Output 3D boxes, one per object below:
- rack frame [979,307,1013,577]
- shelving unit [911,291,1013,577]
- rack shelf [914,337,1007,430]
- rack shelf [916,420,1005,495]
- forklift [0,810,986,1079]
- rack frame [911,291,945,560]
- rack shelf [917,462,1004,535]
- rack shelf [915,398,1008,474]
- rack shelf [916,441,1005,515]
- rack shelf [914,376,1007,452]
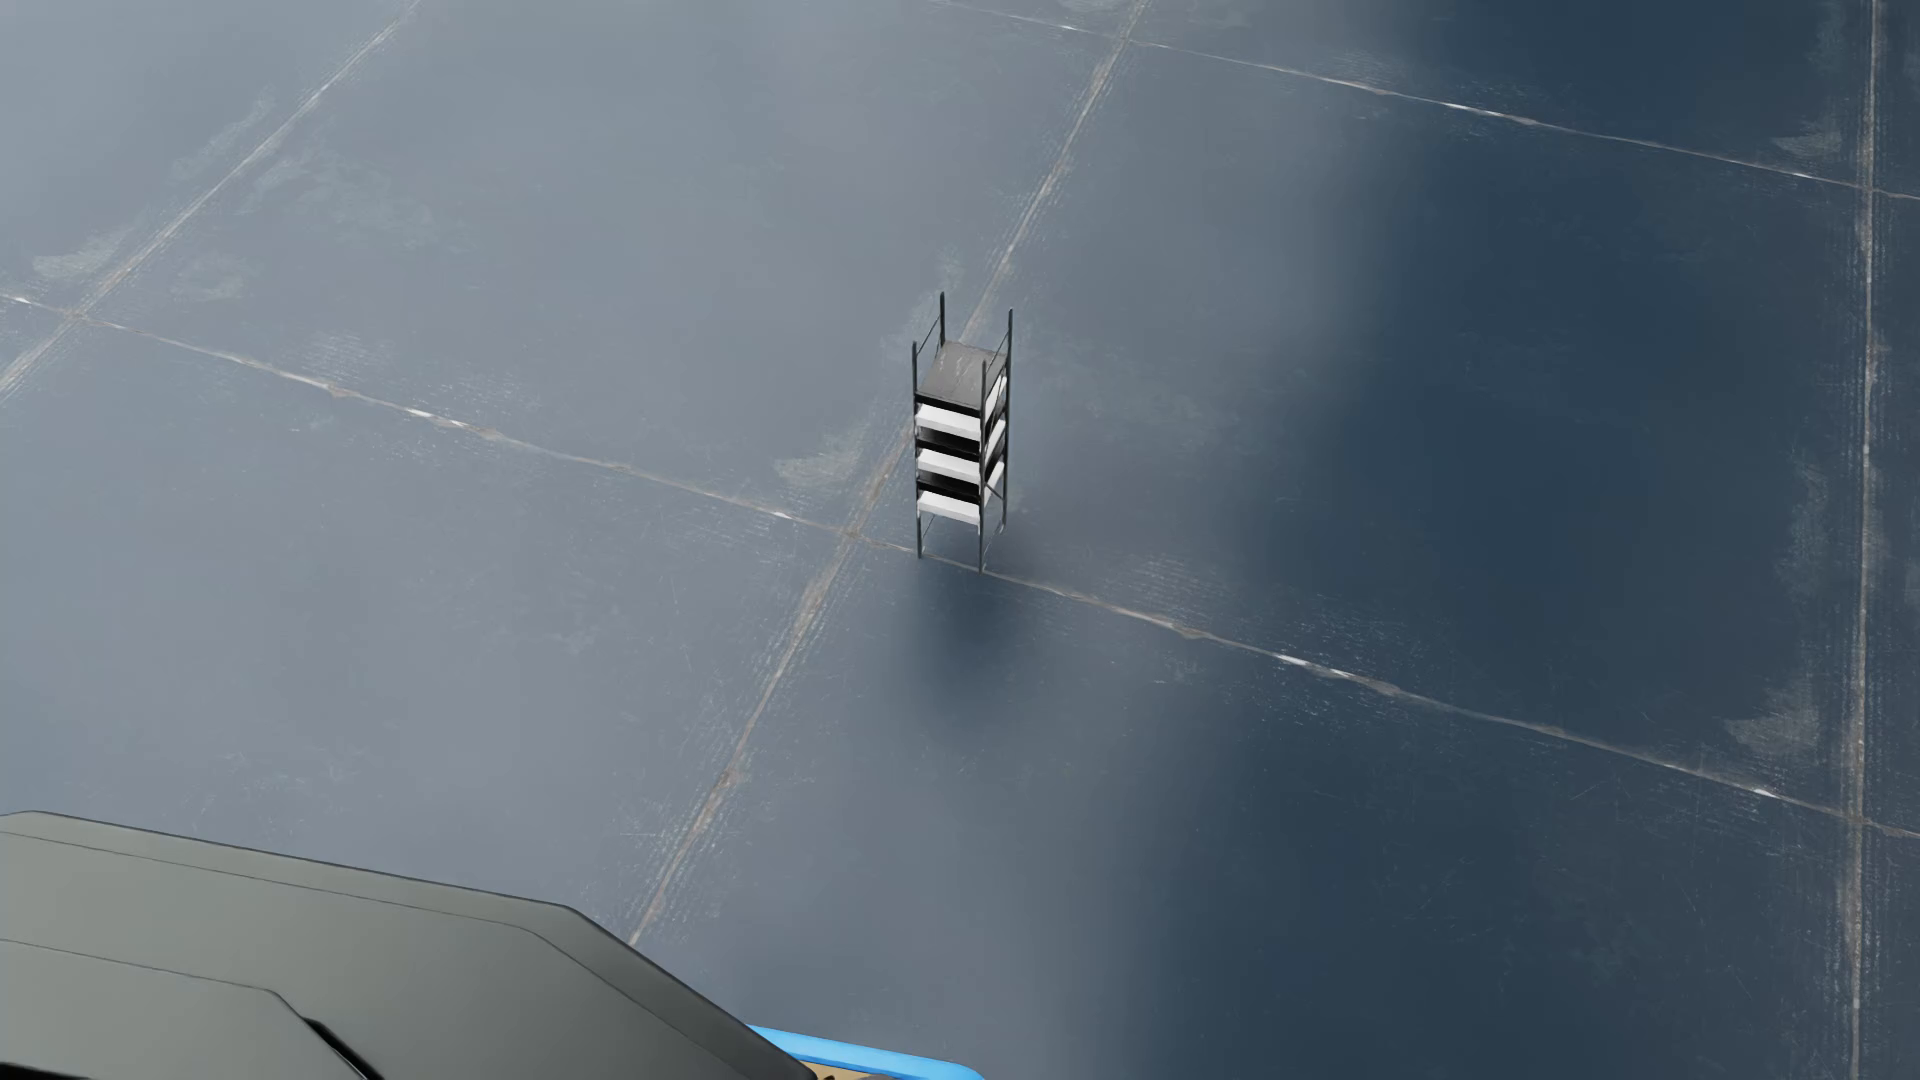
[{"bbox_3d":[0.103,-0.266,4.885,0.006,0.900,0.240,16,51,13],"label":"rack frame"},{"bbox_3d":[0.008,-0.293,4.908,0.210,0.900,0.258,16,51,13],"label":"shelving unit"},{"bbox_3d":[0.008,-0.448,4.729,0.200,0.077,0.258,16,51,13],"label":"rack shelf"},{"bbox_3d":[0.008,-0.271,4.933,0.200,0.077,0.258,16,51,13],"label":"rack shelf"},{"bbox_3d":[-0.695,1.733,1.809,1.130,2.935,3.031,8,50,7],"label":"forklift"},{"bbox_3d":[-0.088,-0.319,4.931,0.006,0.900,0.240,16,51,13],"label":"rack frame"},{"bbox_3d":[0.008,-0.153,5.069,0.200,0.077,0.258,16,51,13],"label":"rack shelf"},{"bbox_3d":[0.008,-0.330,4.865,0.200,0.077,0.258,16,51,13],"label":"rack shelf"},{"bbox_3d":[0.008,-0.212,5.001,0.200,0.077,0.258,16,51,13],"label":"rack shelf"},{"bbox_3d":[0.008,-0.389,4.797,0.200,0.077,0.258,16,51,13],"label":"rack shelf"}]
